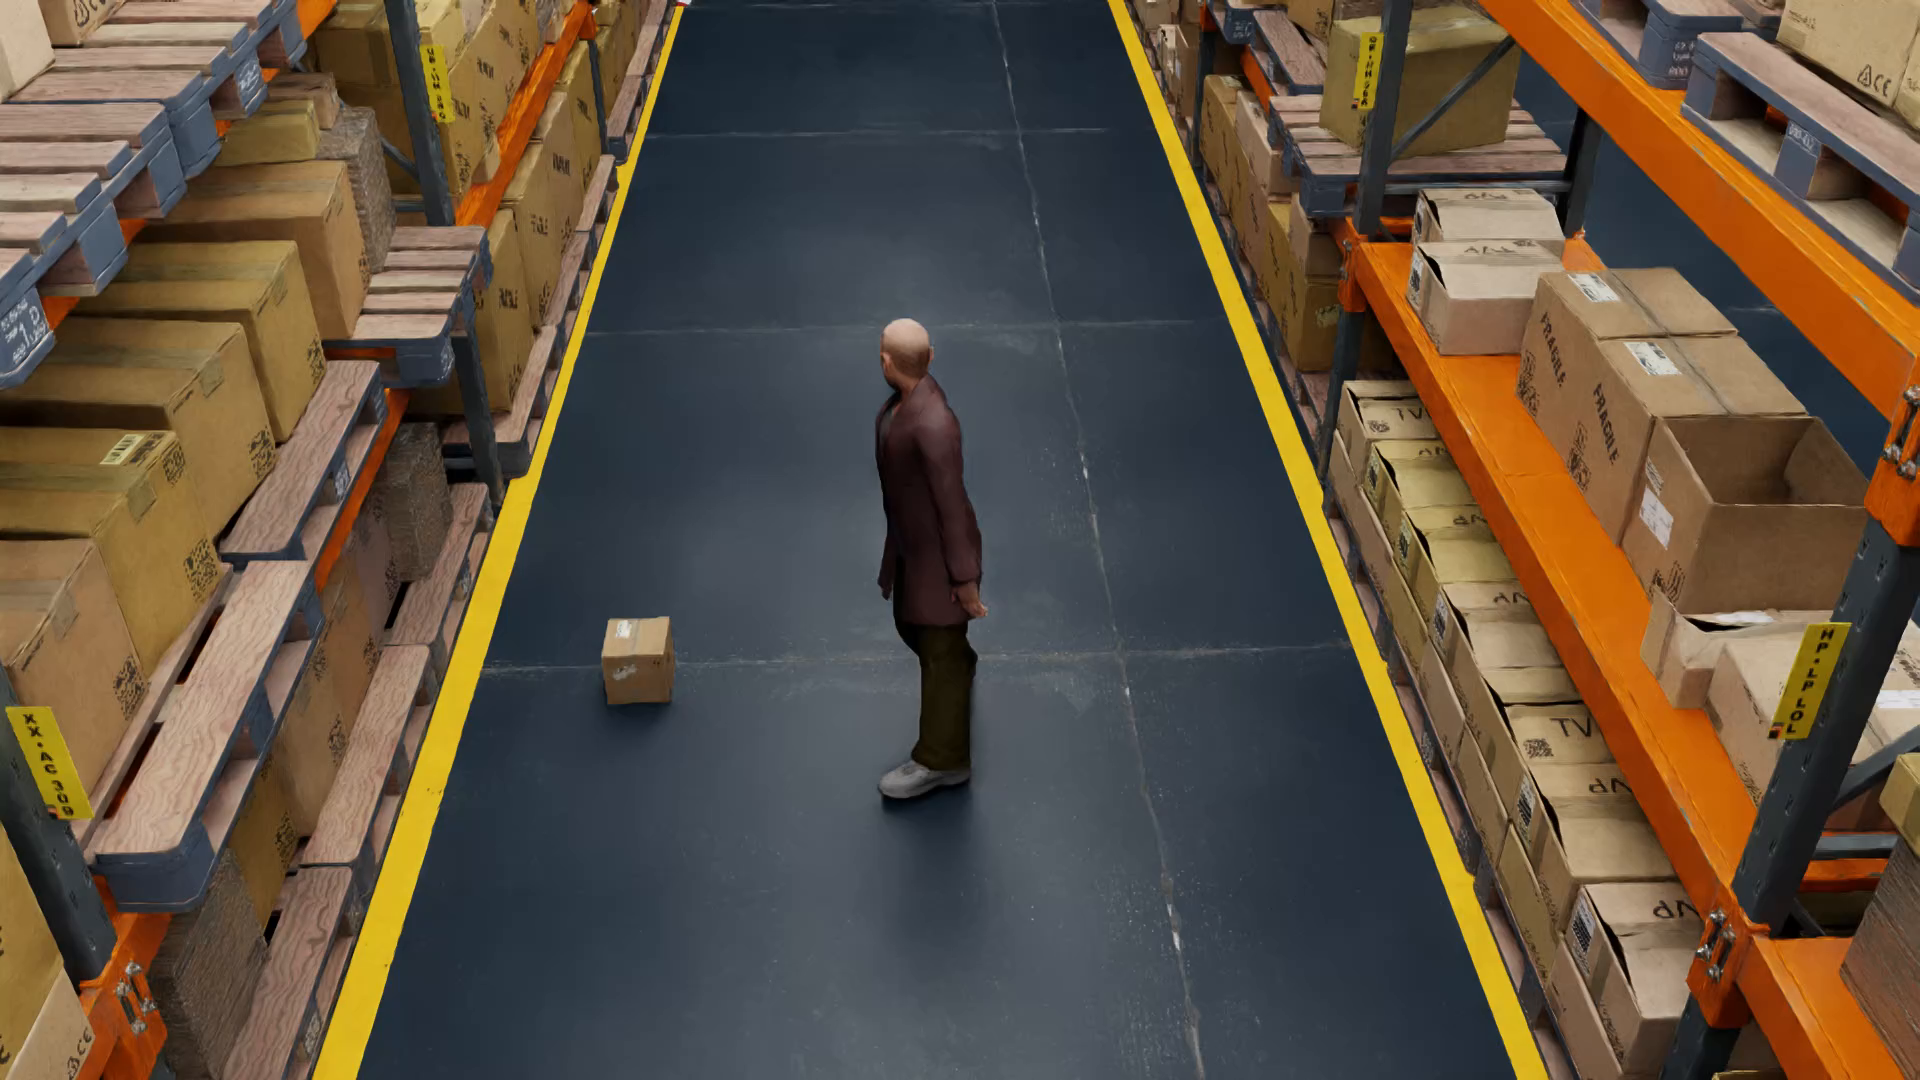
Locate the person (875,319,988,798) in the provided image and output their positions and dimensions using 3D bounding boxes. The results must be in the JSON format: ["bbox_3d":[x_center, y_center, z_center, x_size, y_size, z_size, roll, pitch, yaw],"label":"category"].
[{"bbox_3d":[-0.129,0.051,6.109,0.665,1.723,0.695,-16,38,-22],"label":"person"}]
